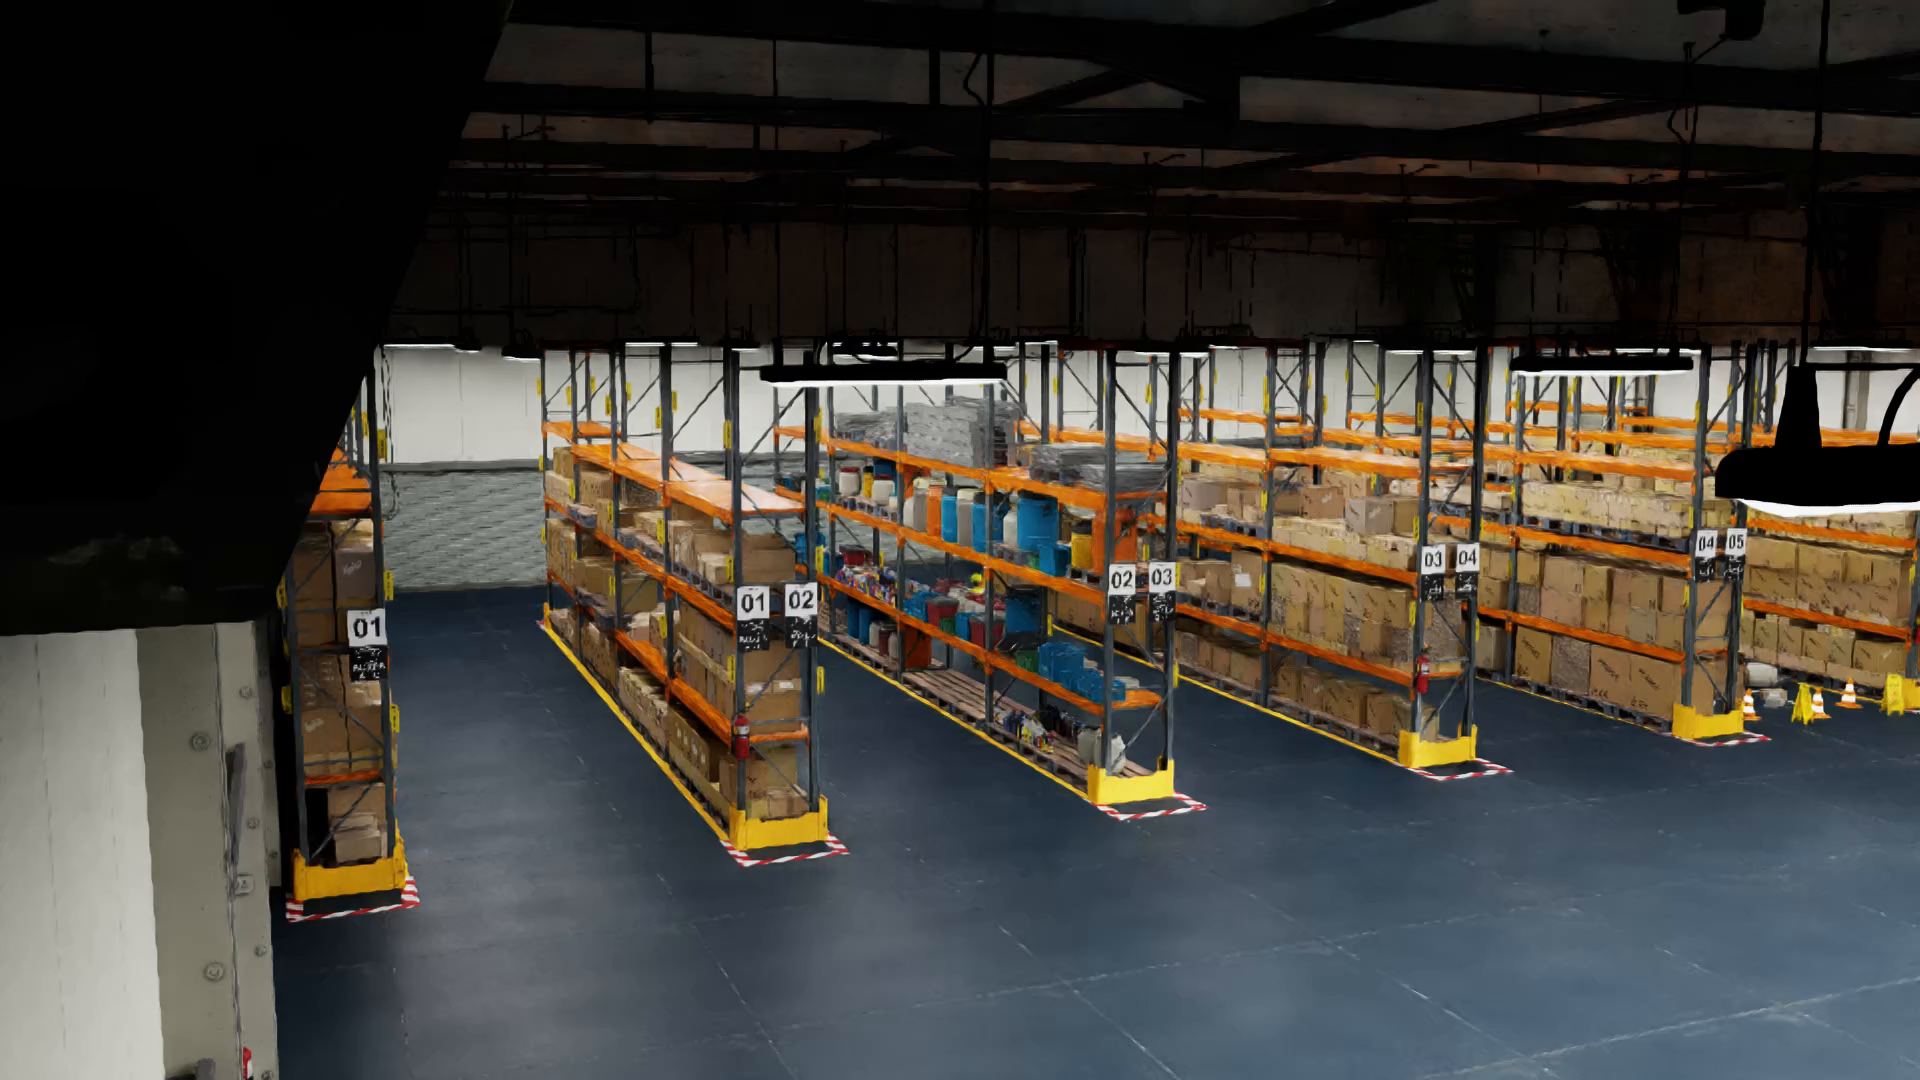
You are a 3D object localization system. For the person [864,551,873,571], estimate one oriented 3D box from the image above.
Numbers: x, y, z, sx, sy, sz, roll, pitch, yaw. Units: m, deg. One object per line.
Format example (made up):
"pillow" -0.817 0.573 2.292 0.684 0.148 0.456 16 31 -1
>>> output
"person" -1.994 0.976 35.306 0.568 1.528 0.780 -6 10 -40

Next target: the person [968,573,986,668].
"person" 0.353 1.478 30.625 0.607 1.762 0.456 6 10 39
